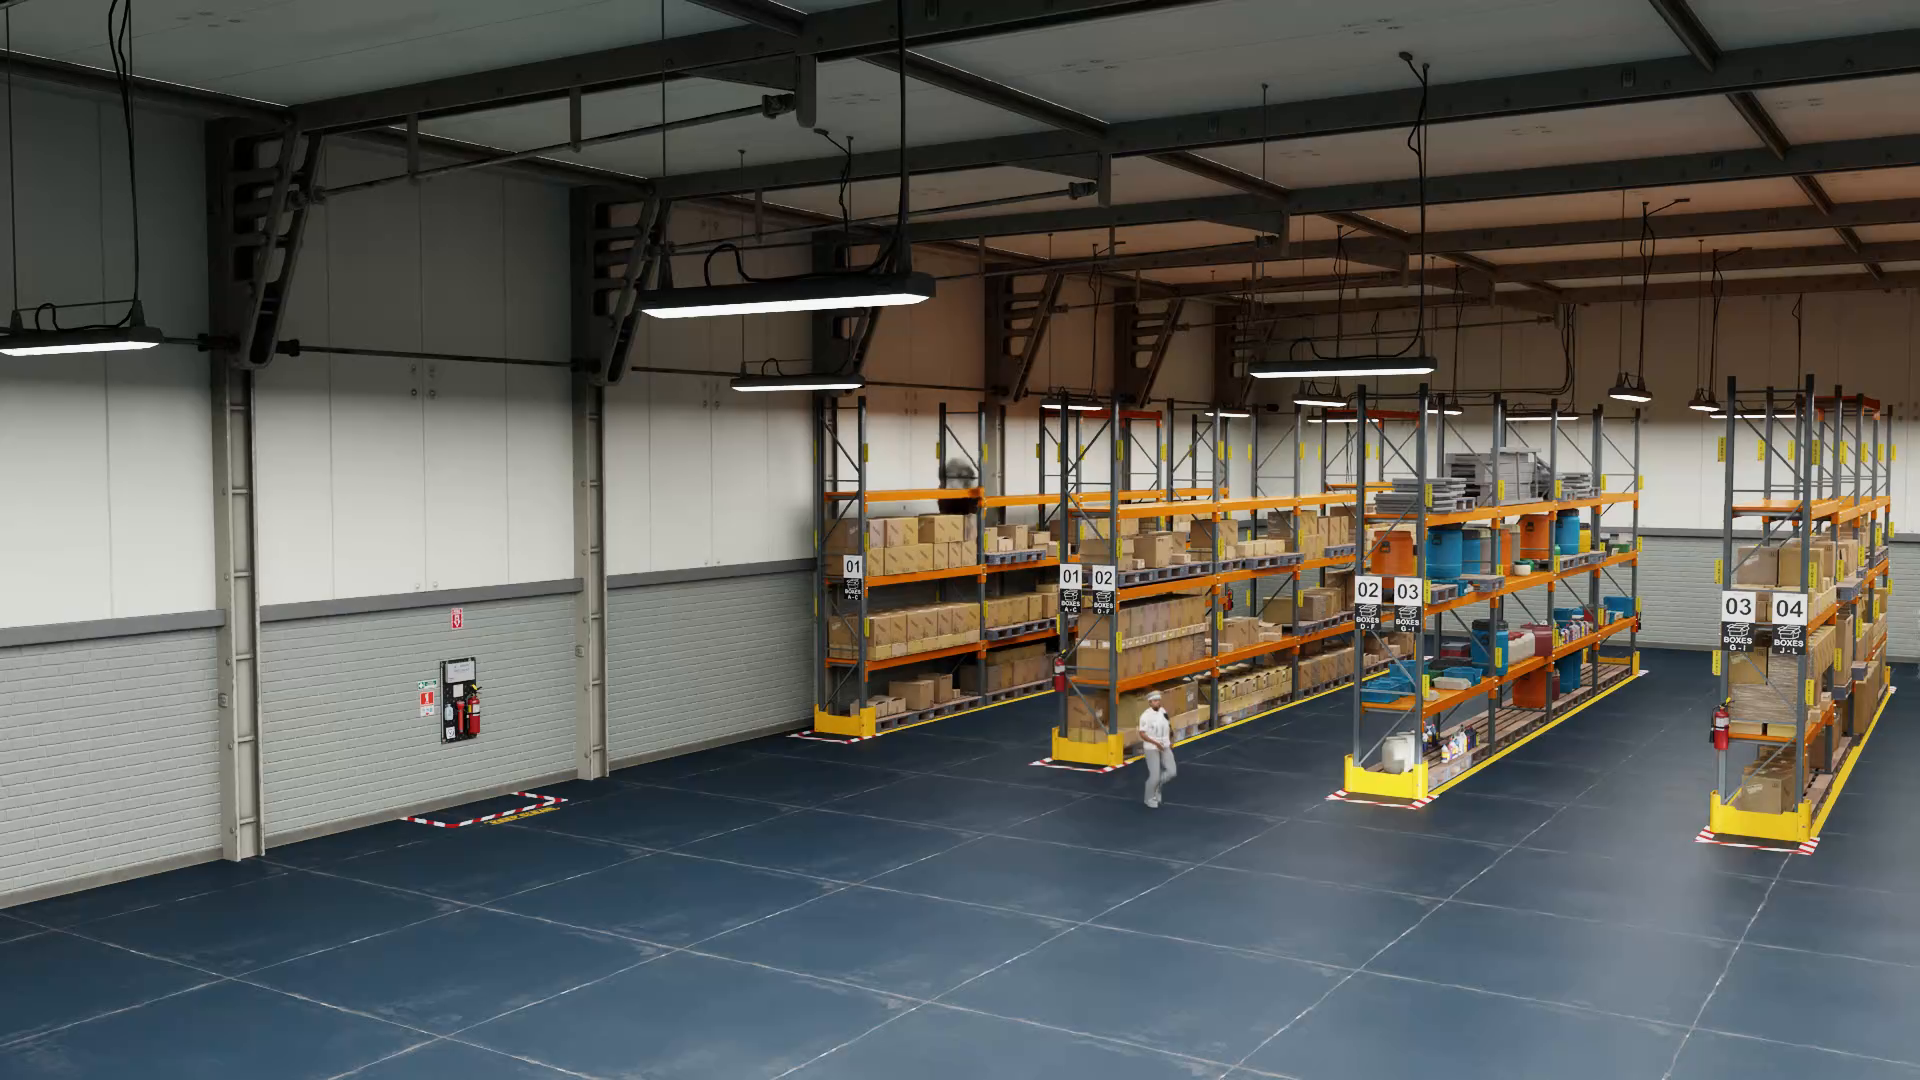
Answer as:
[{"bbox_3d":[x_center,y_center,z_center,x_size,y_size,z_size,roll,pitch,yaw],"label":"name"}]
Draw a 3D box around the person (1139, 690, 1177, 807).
[{"bbox_3d":[2.805,2.941,23.452,0.590,1.661,0.552,-2,3,-29],"label":"person"}]
